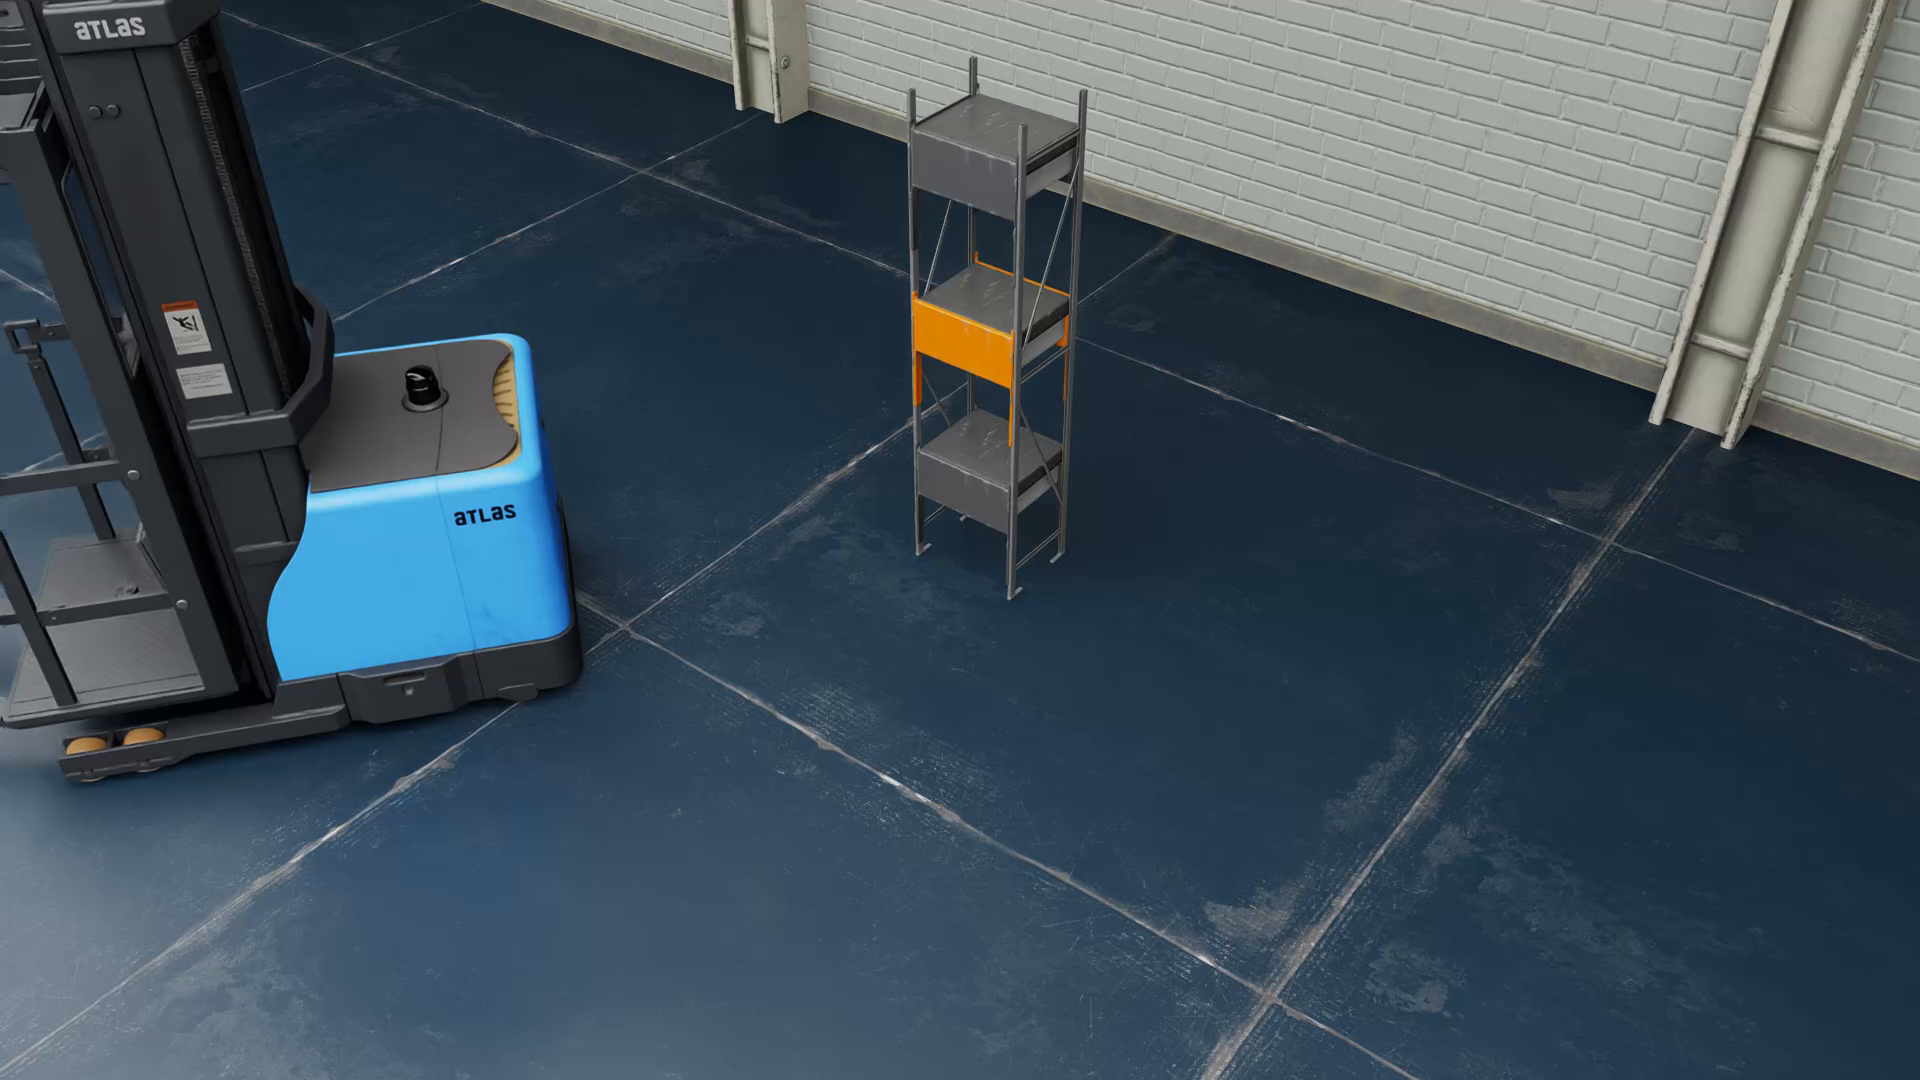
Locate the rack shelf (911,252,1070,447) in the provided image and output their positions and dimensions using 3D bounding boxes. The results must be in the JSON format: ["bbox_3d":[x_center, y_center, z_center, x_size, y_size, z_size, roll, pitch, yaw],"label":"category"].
[{"bbox_3d":[0.131,-0.754,6.532,0.480,0.518,0.431,25,45,29],"label":"rack shelf"}]

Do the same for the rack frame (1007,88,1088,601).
[{"bbox_3d":[0.325,-0.673,6.407,0.015,2.100,0.400,25,45,29],"label":"rack frame"}]

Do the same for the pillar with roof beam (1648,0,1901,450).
[{"bbox_3d":[0.935,-2.005,2.512,0.400,9.000,9.100,25,45,29],"label":"pillar with roof beam"}]

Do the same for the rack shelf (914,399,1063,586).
[{"bbox_3d":[0.131,-0.203,6.963,0.480,0.518,0.431,25,45,29],"label":"rack shelf"}]

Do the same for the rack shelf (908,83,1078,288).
[{"bbox_3d":[0.131,-1.305,6.100,0.480,0.518,0.431,25,45,29],"label":"rack shelf"}]

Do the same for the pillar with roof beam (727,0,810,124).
[{"bbox_3d":[-3.831,-4.252,5.382,0.400,9.000,9.100,25,45,29],"label":"pillar with roof beam"}]

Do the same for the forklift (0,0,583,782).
[{"bbox_3d":[-3.046,-0.627,5.674,3.031,2.935,1.130,-9,39,-11],"label":"forklift"}]

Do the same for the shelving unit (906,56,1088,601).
[{"bbox_3d":[0.131,-0.765,6.524,0.503,2.100,0.431,25,45,29],"label":"shelving unit"}]

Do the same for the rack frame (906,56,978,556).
[{"bbox_3d":[-0.062,-0.856,6.640,0.015,2.100,0.400,25,45,29],"label":"rack frame"}]
